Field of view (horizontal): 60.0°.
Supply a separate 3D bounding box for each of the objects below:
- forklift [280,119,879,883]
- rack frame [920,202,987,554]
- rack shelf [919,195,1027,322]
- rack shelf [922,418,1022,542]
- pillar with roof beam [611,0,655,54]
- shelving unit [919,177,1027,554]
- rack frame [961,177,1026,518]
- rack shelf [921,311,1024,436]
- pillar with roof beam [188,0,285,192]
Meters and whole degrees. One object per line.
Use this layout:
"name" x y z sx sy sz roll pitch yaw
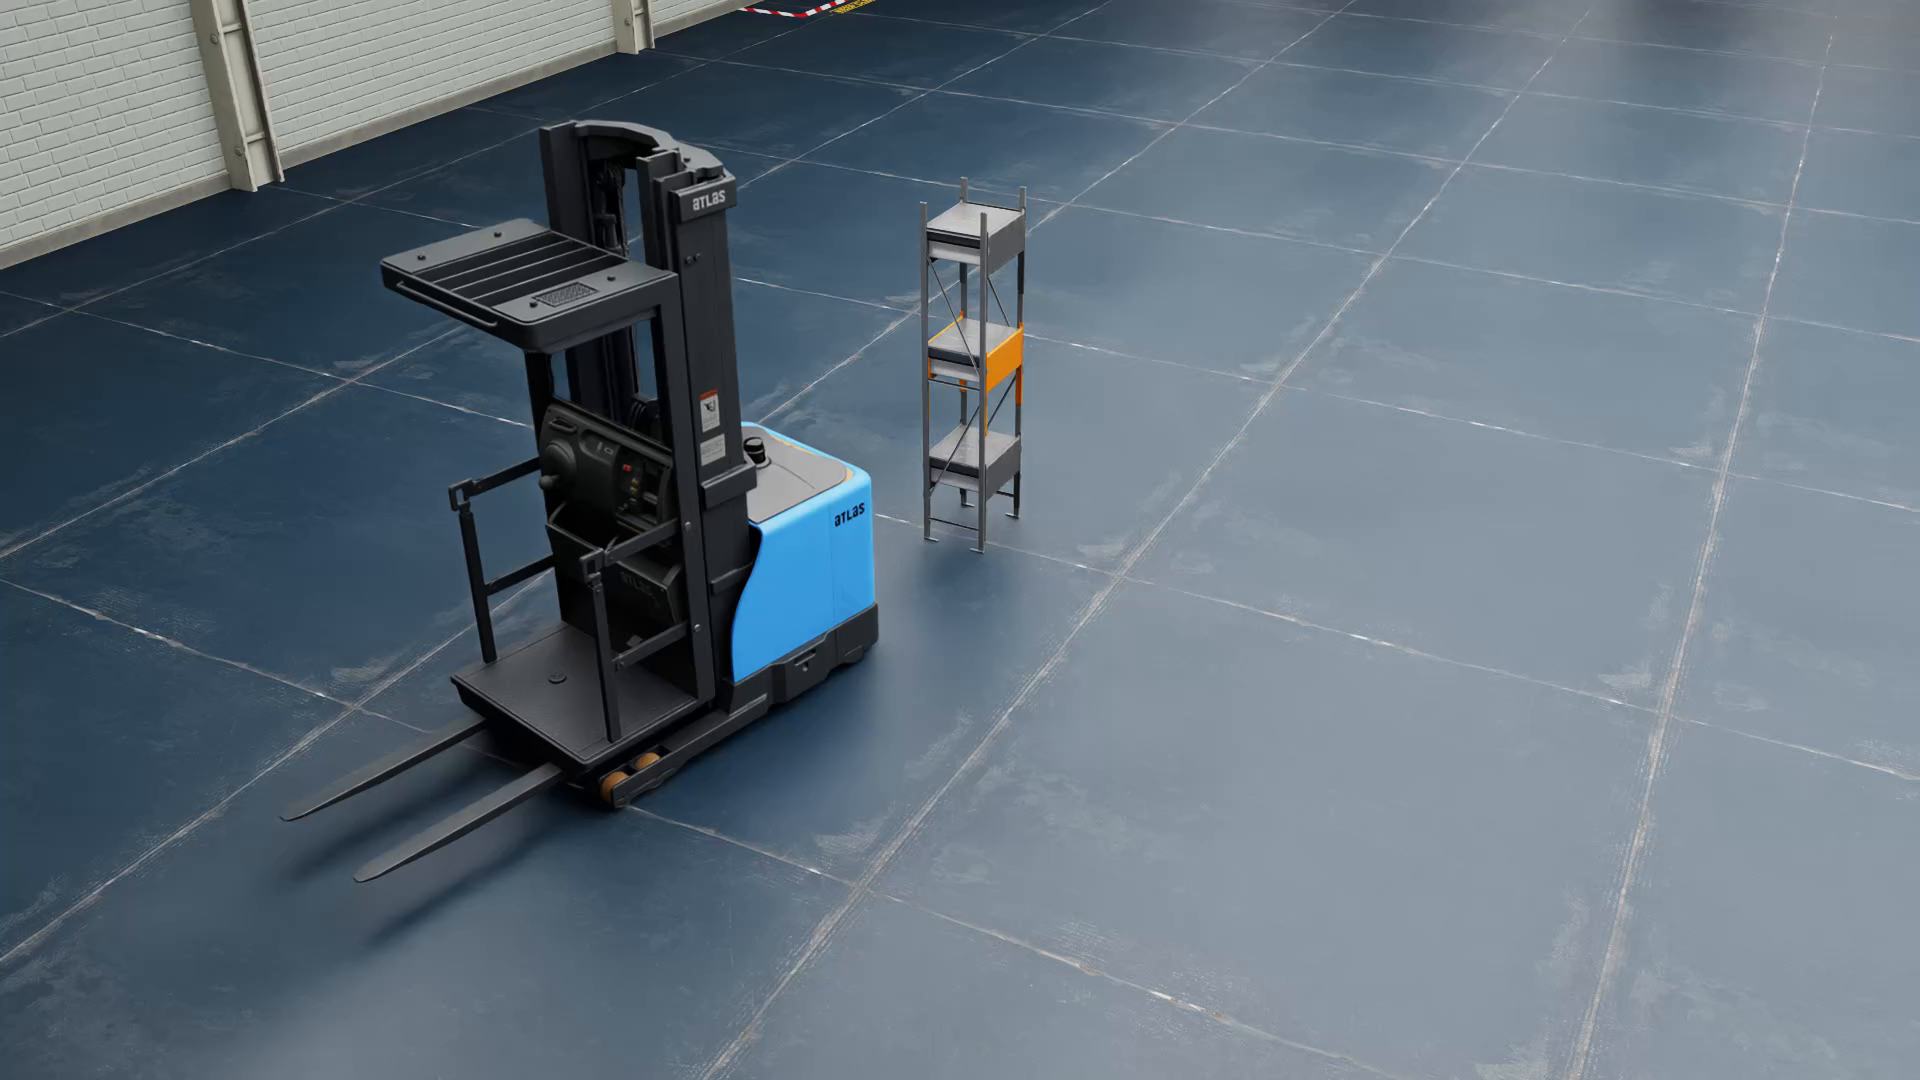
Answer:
"forklift" -1.793 -0.296 7.612 1.130 2.935 3.031 24 38 35
"rack frame" -0.036 -0.876 9.457 0.400 2.100 0.015 14 33 23
"rack shelf" 0.075 -1.579 9.304 0.431 0.518 0.480 14 33 23
"rack shelf" 0.075 -0.365 10.001 0.431 0.518 0.480 14 33 23
"pillar with roof beam" -0.197 -9.015 16.703 9.100 9.000 0.400 14 33 23
"shelving unit" 0.075 -0.984 9.645 0.431 2.100 0.503 14 33 23
"rack frame" 0.187 -1.092 9.834 0.400 2.100 0.015 14 33 23
"rack shelf" 0.075 -0.972 9.652 0.431 0.518 0.480 14 33 23
"pillar with roof beam" -2.930 -6.355 12.071 9.100 9.000 0.400 14 33 23
